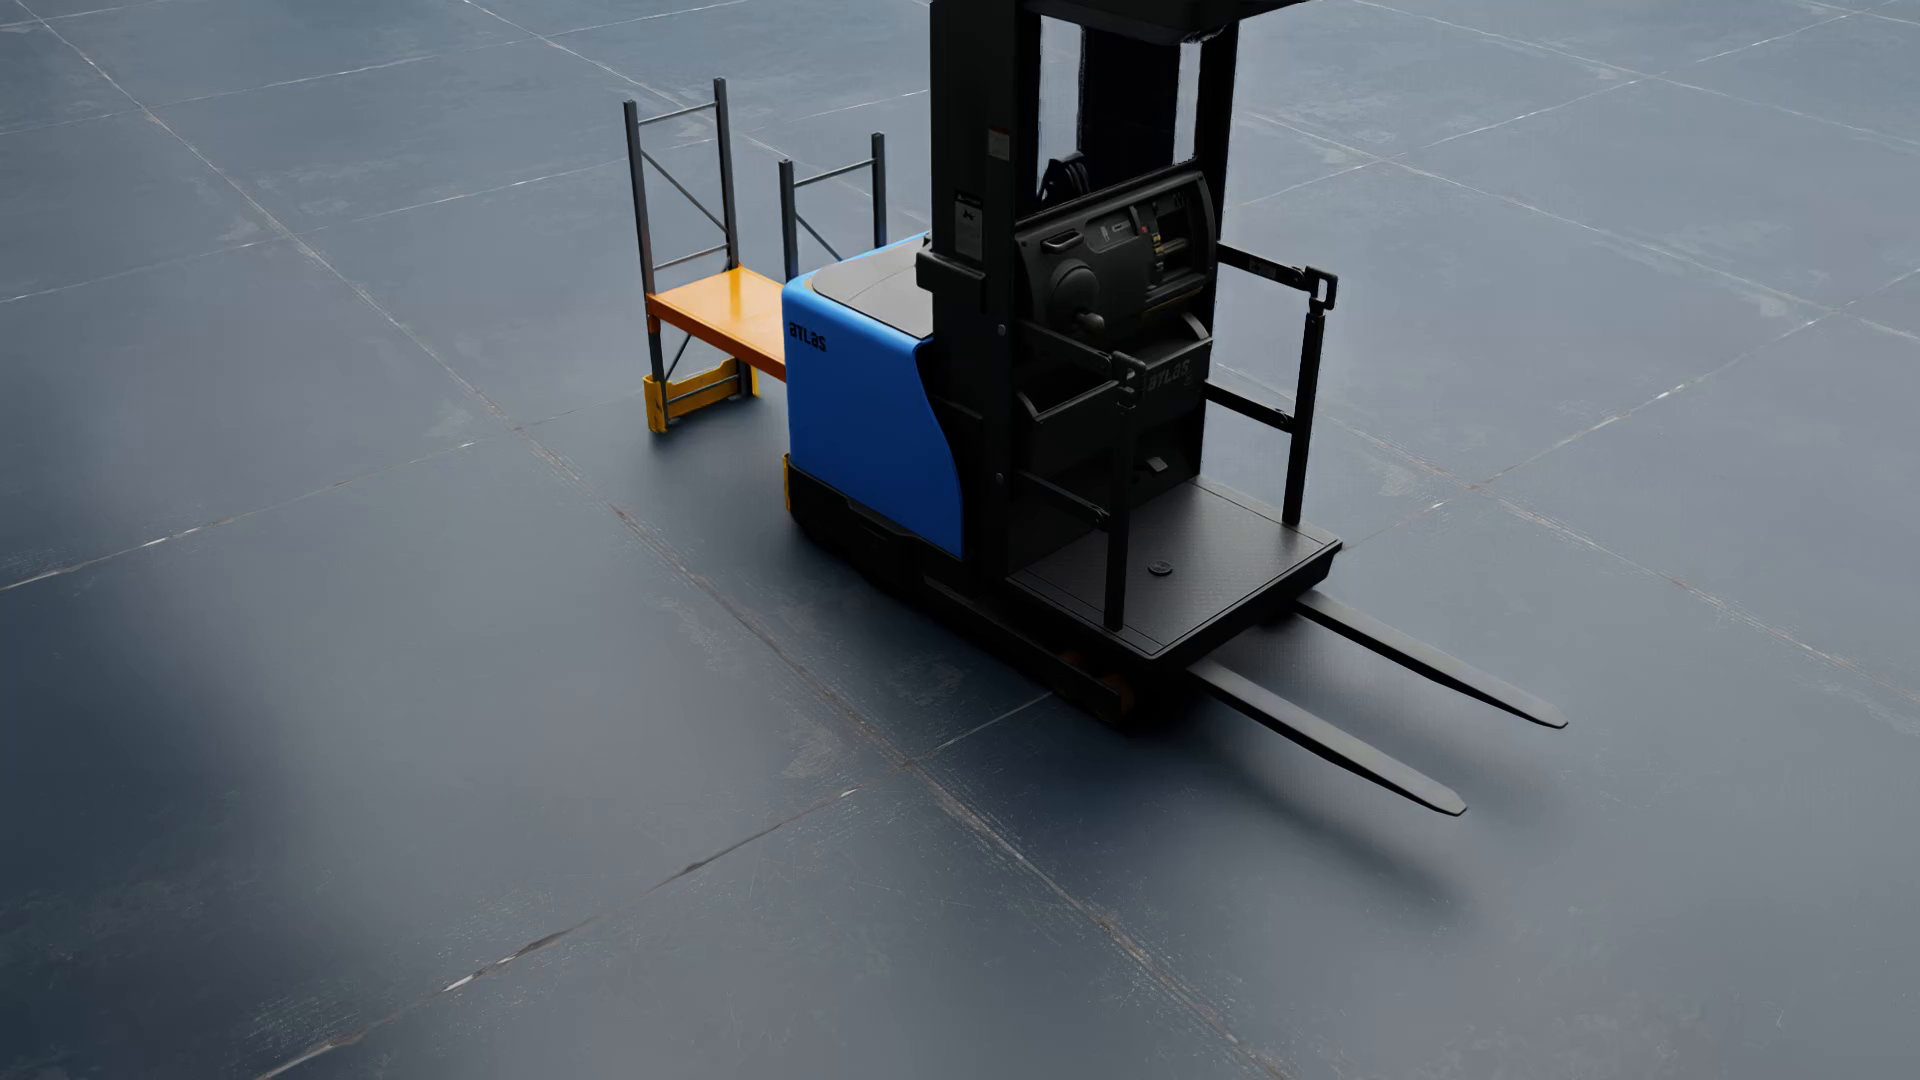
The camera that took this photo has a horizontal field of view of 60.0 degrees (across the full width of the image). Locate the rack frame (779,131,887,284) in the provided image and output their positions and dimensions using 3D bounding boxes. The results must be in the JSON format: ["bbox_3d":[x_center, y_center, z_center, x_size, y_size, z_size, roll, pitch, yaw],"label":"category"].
[{"bbox_3d":[-0.483,-0.855,6.705,0.500,1.500,0.032,-27,41,-36],"label":"rack frame"}]

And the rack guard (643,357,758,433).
[{"bbox_3d":[-1.187,-0.710,7.657,0.587,0.250,0.087,-27,41,-36],"label":"rack guard"}]

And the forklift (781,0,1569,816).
[{"bbox_3d":[0.687,-0.925,5.462,1.130,2.935,3.031,-27,41,-36],"label":"forklift"}]

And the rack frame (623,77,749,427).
[{"bbox_3d":[-1.188,-1.242,7.328,0.500,1.500,0.032,-27,41,-36],"label":"rack frame"}]

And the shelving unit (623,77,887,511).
[{"bbox_3d":[-0.842,-1.052,7.022,0.587,1.500,1.083,-27,41,-36],"label":"shelving unit"}]

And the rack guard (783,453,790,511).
[{"bbox_3d":[-0.497,-0.331,7.046,0.587,0.250,0.087,-27,41,-36],"label":"rack guard"}]

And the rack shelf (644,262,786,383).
[{"bbox_3d":[-0.835,-0.895,7.111,0.538,0.185,1.000,-27,41,-36],"label":"rack shelf"}]
